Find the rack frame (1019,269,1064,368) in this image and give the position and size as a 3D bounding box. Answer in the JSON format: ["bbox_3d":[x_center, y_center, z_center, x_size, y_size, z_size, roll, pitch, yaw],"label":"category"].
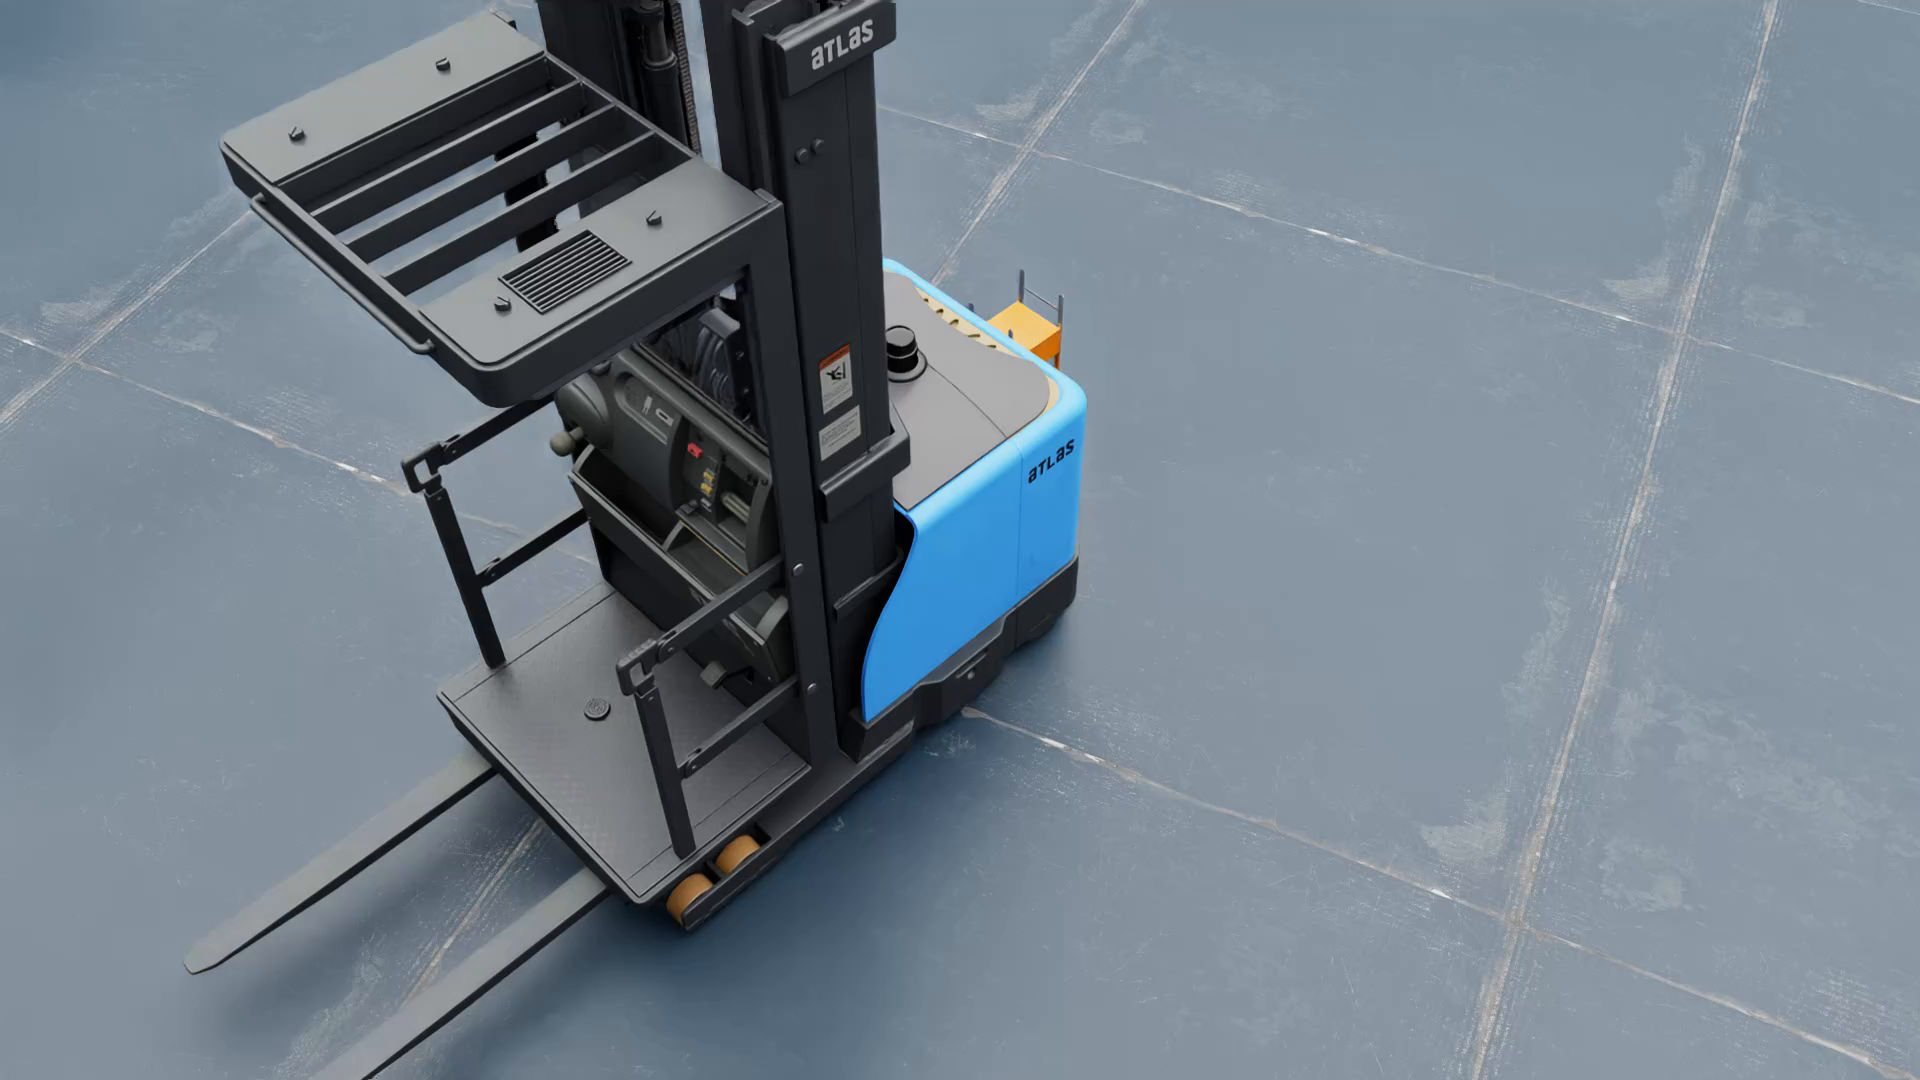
[{"bbox_3d":[0.275,-0.528,6.010,0.008,1.050,0.200,-37,59,-27],"label":"rack frame"}]

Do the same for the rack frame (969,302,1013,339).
[{"bbox_3d":[0.102,-0.398,5.899,0.008,1.050,0.200,-37,59,-27],"label":"rack frame"}]

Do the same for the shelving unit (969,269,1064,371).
[{"bbox_3d":[0.189,-0.463,5.955,0.252,1.050,0.215,-37,59,-27],"label":"shelving unit"}]

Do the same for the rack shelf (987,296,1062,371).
[{"bbox_3d":[0.189,-0.640,5.747,0.240,0.259,0.215,-37,59,-27],"label":"rack shelf"}]

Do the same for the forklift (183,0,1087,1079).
[{"bbox_3d":[-0.983,-0.193,4.490,3.031,2.935,1.130,-37,59,-27],"label":"forklift"}]
